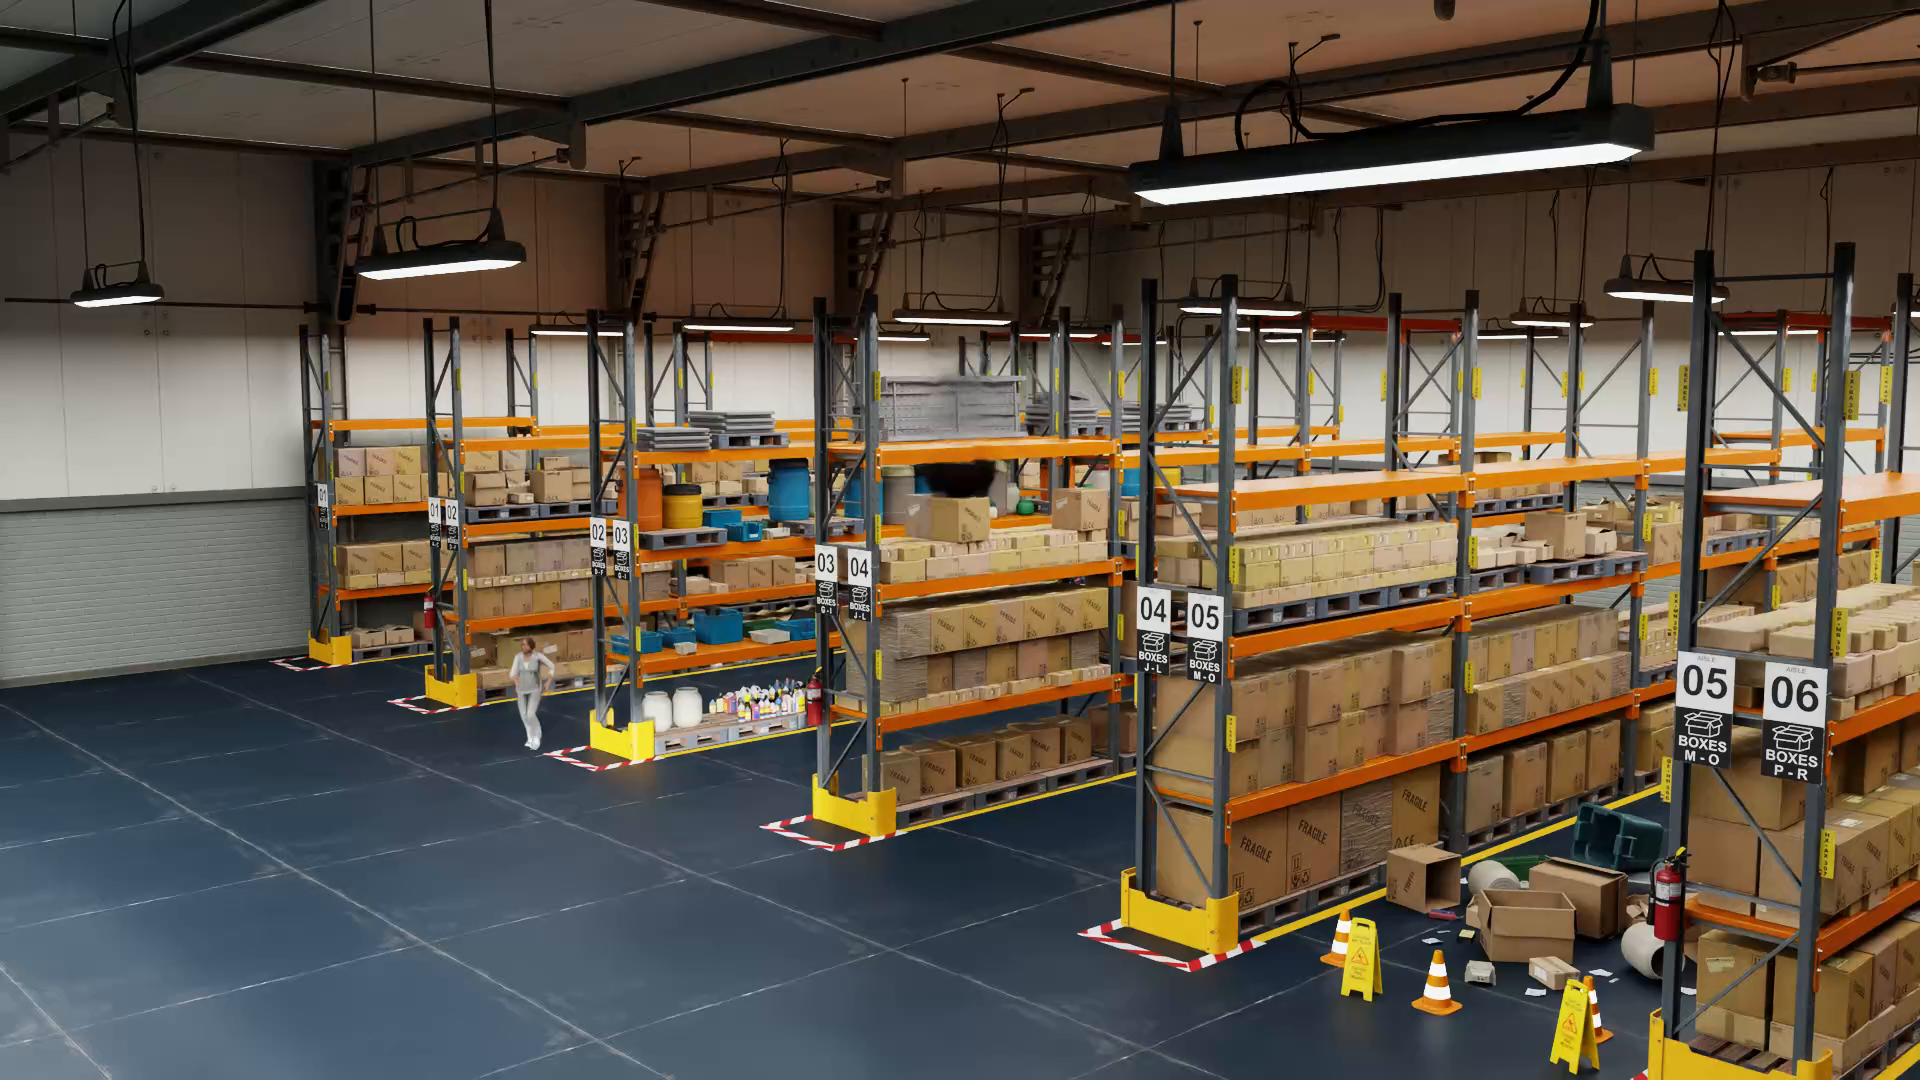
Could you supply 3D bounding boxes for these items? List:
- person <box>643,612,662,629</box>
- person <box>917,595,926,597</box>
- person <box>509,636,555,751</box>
[{"bbox_3d":[-5.815,1.193,31.333,0.540,1.631,0.574,-6,8,-44],"label":"person"},{"bbox_3d":[-0.620,1.493,28.164,0.821,1.708,0.648,-6,8,-45],"label":"person"},{"bbox_3d":[-5.856,2.100,22.668,0.562,1.581,0.637,1,6,5],"label":"person"}]
